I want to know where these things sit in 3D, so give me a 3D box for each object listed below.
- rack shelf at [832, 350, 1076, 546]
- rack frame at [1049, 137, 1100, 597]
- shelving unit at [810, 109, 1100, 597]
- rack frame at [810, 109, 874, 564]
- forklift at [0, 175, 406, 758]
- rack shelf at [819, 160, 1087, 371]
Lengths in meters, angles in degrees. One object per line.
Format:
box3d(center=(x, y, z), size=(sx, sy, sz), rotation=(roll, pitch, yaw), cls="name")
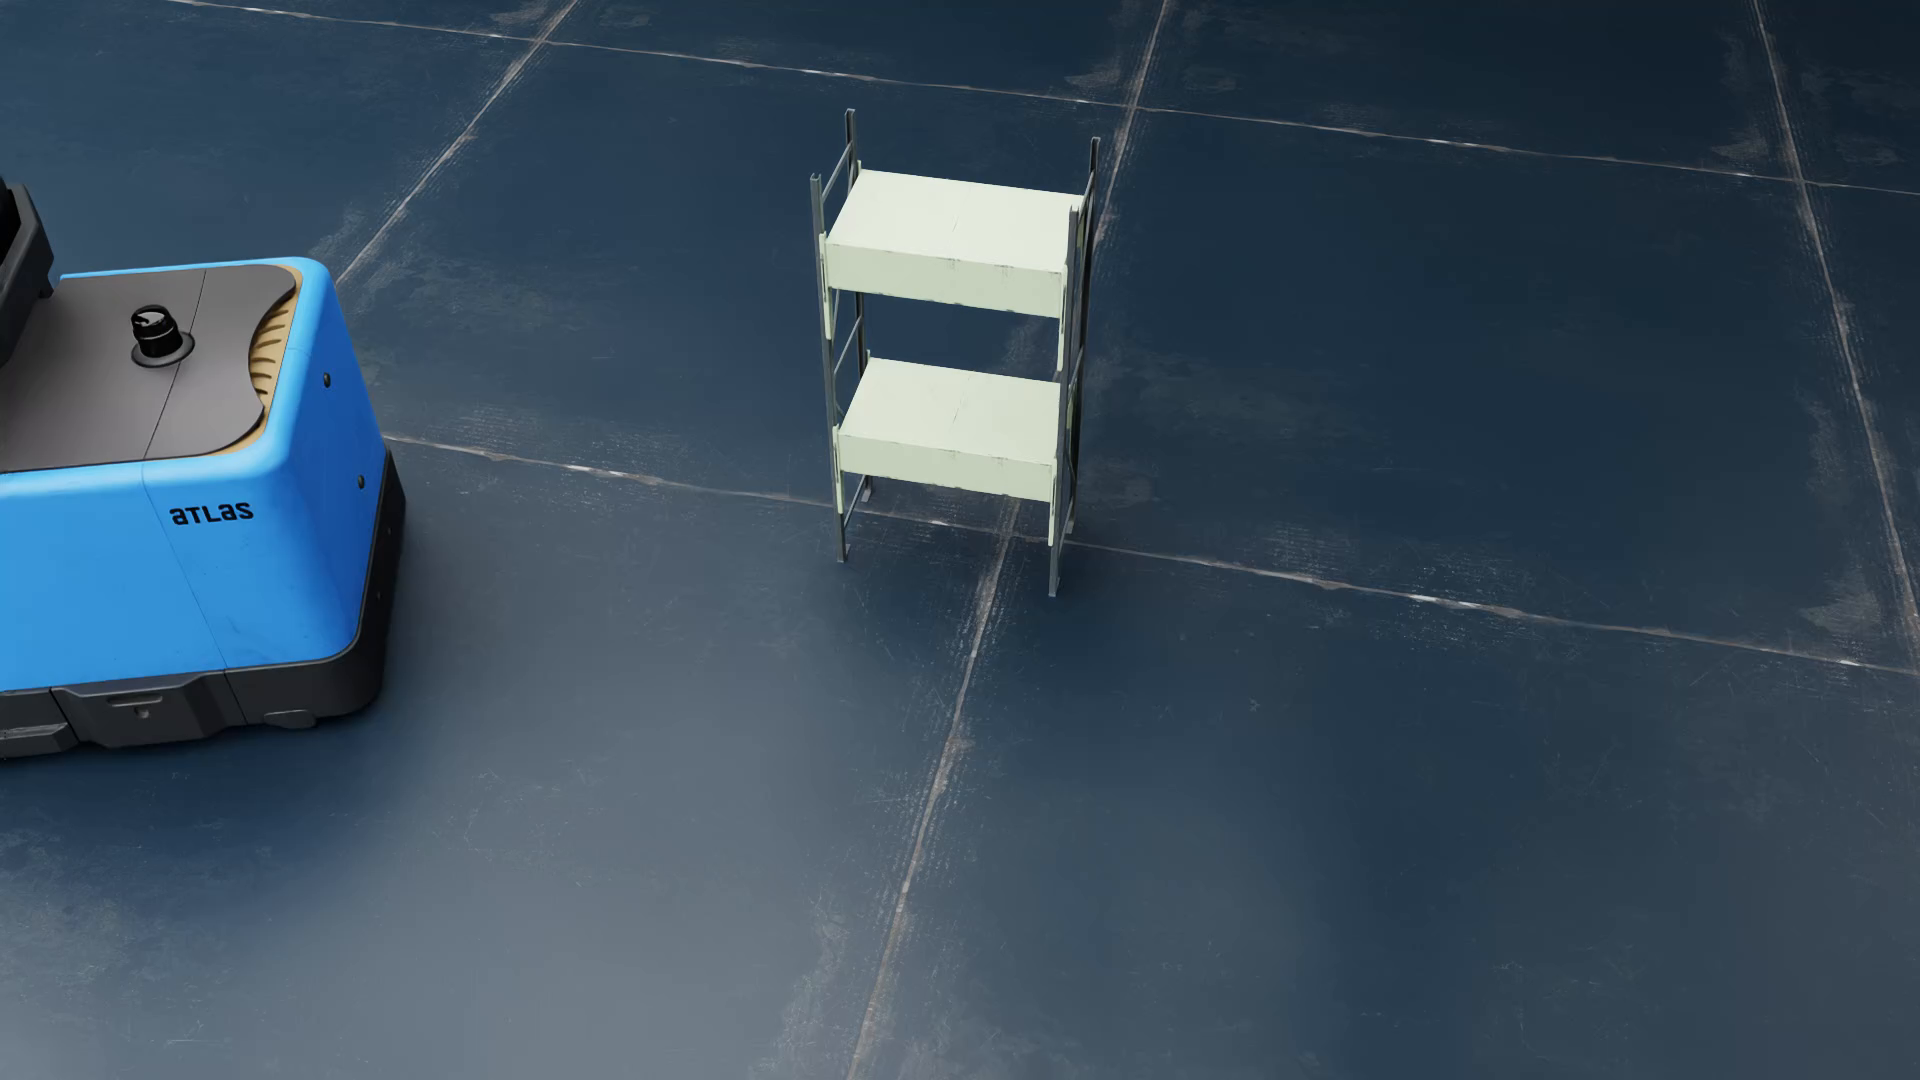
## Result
box3d(center=(-0.007, -0.306, 5.457), size=(0.720, 0.370, 0.431), rotation=(9, 45, 9), cls="rack shelf")
box3d(center=(0.351, -0.486, 5.173), size=(0.023, 1.500, 0.400), rotation=(9, 45, 9), cls="rack frame")
box3d(center=(-0.007, -0.541, 5.231), size=(0.755, 1.500, 0.431), rotation=(9, 45, 9), cls="shelving unit")
box3d(center=(-0.364, -0.597, 5.289), size=(0.023, 1.500, 0.400), rotation=(9, 45, 9), cls="rack frame")
box3d(center=(-3.365, -0.694, 4.357), size=(3.031, 2.935, 1.130), rotation=(-6, 44, -6), cls="forklift")
box3d(center=(-0.007, -0.823, 4.960), size=(0.720, 0.370, 0.431), rotation=(9, 45, 9), cls="rack shelf")
